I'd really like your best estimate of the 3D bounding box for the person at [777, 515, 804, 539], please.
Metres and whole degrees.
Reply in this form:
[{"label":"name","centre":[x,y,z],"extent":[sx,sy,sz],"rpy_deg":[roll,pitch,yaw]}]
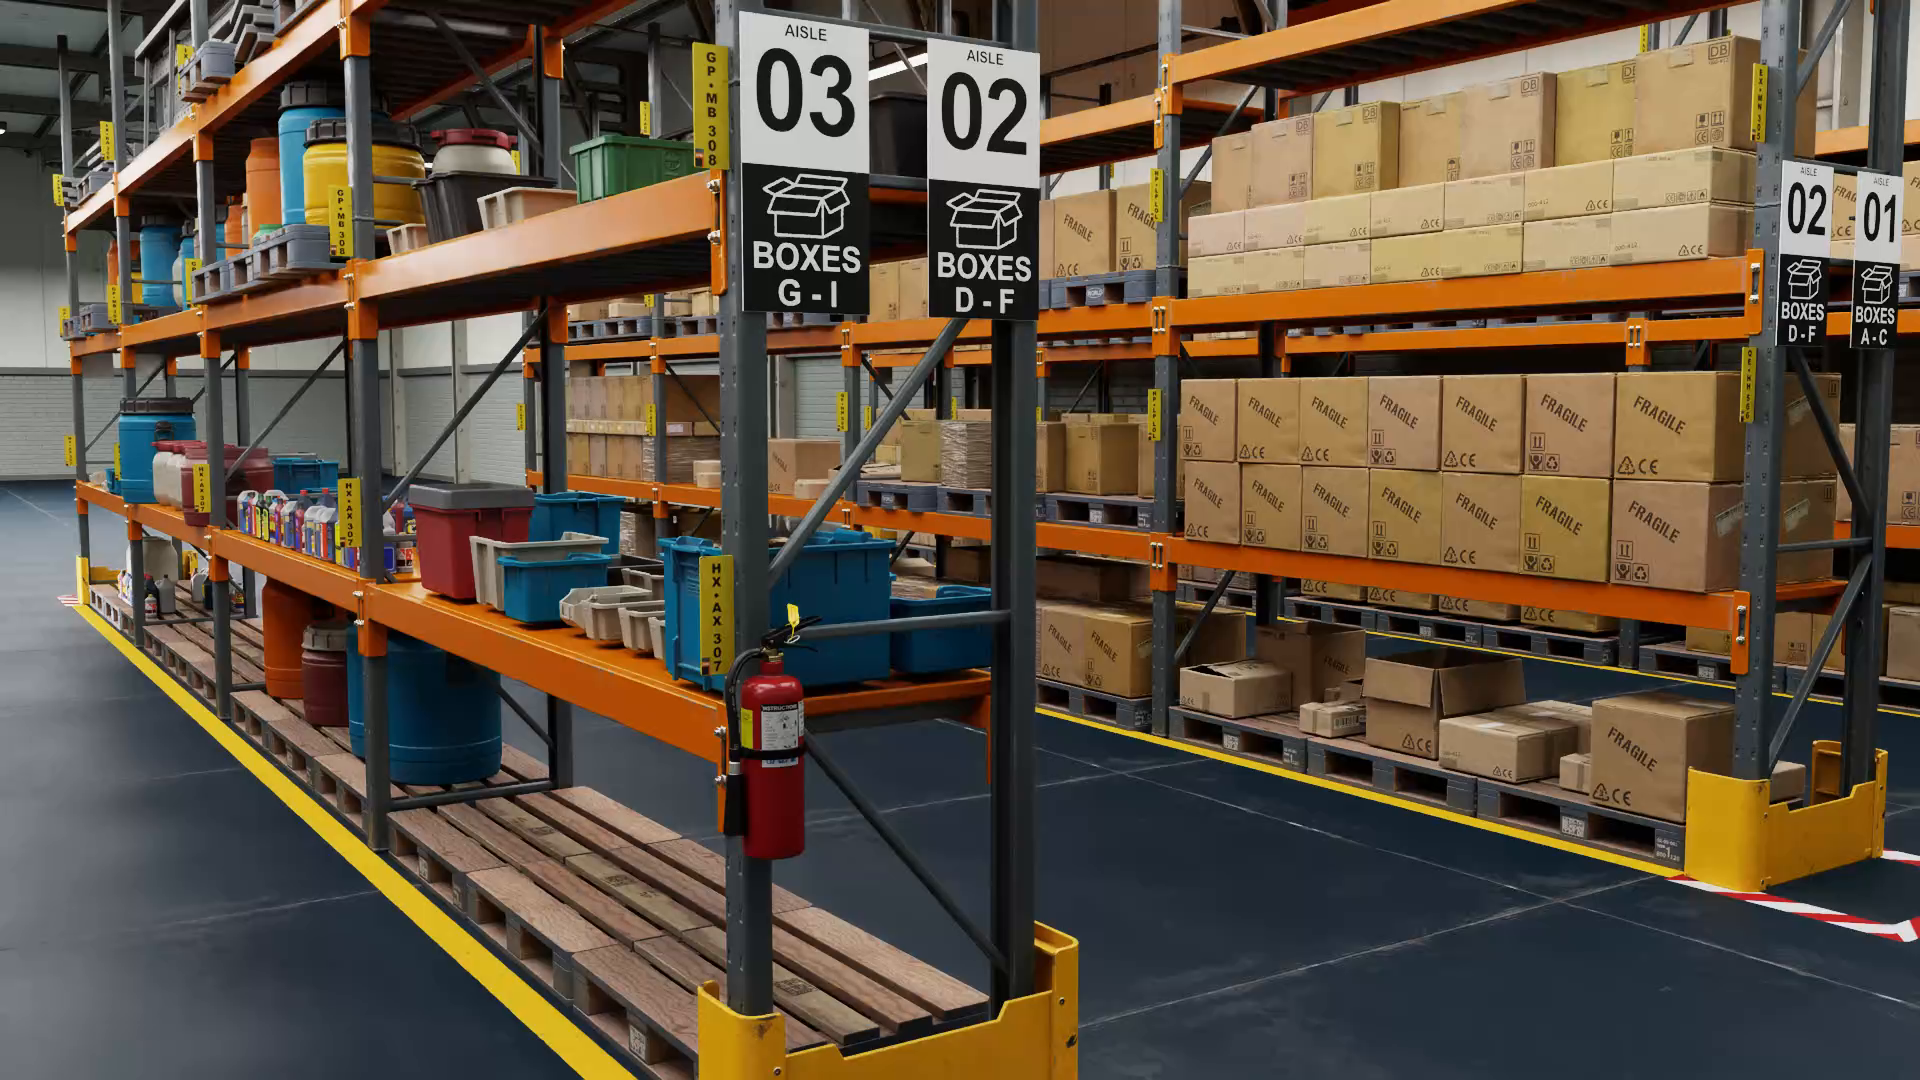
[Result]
[{"label":"person","centre":[-1.930,-0.289,19.259],"extent":[0.499,1.635,0.954],"rpy_deg":[-3,6,-32]}]
